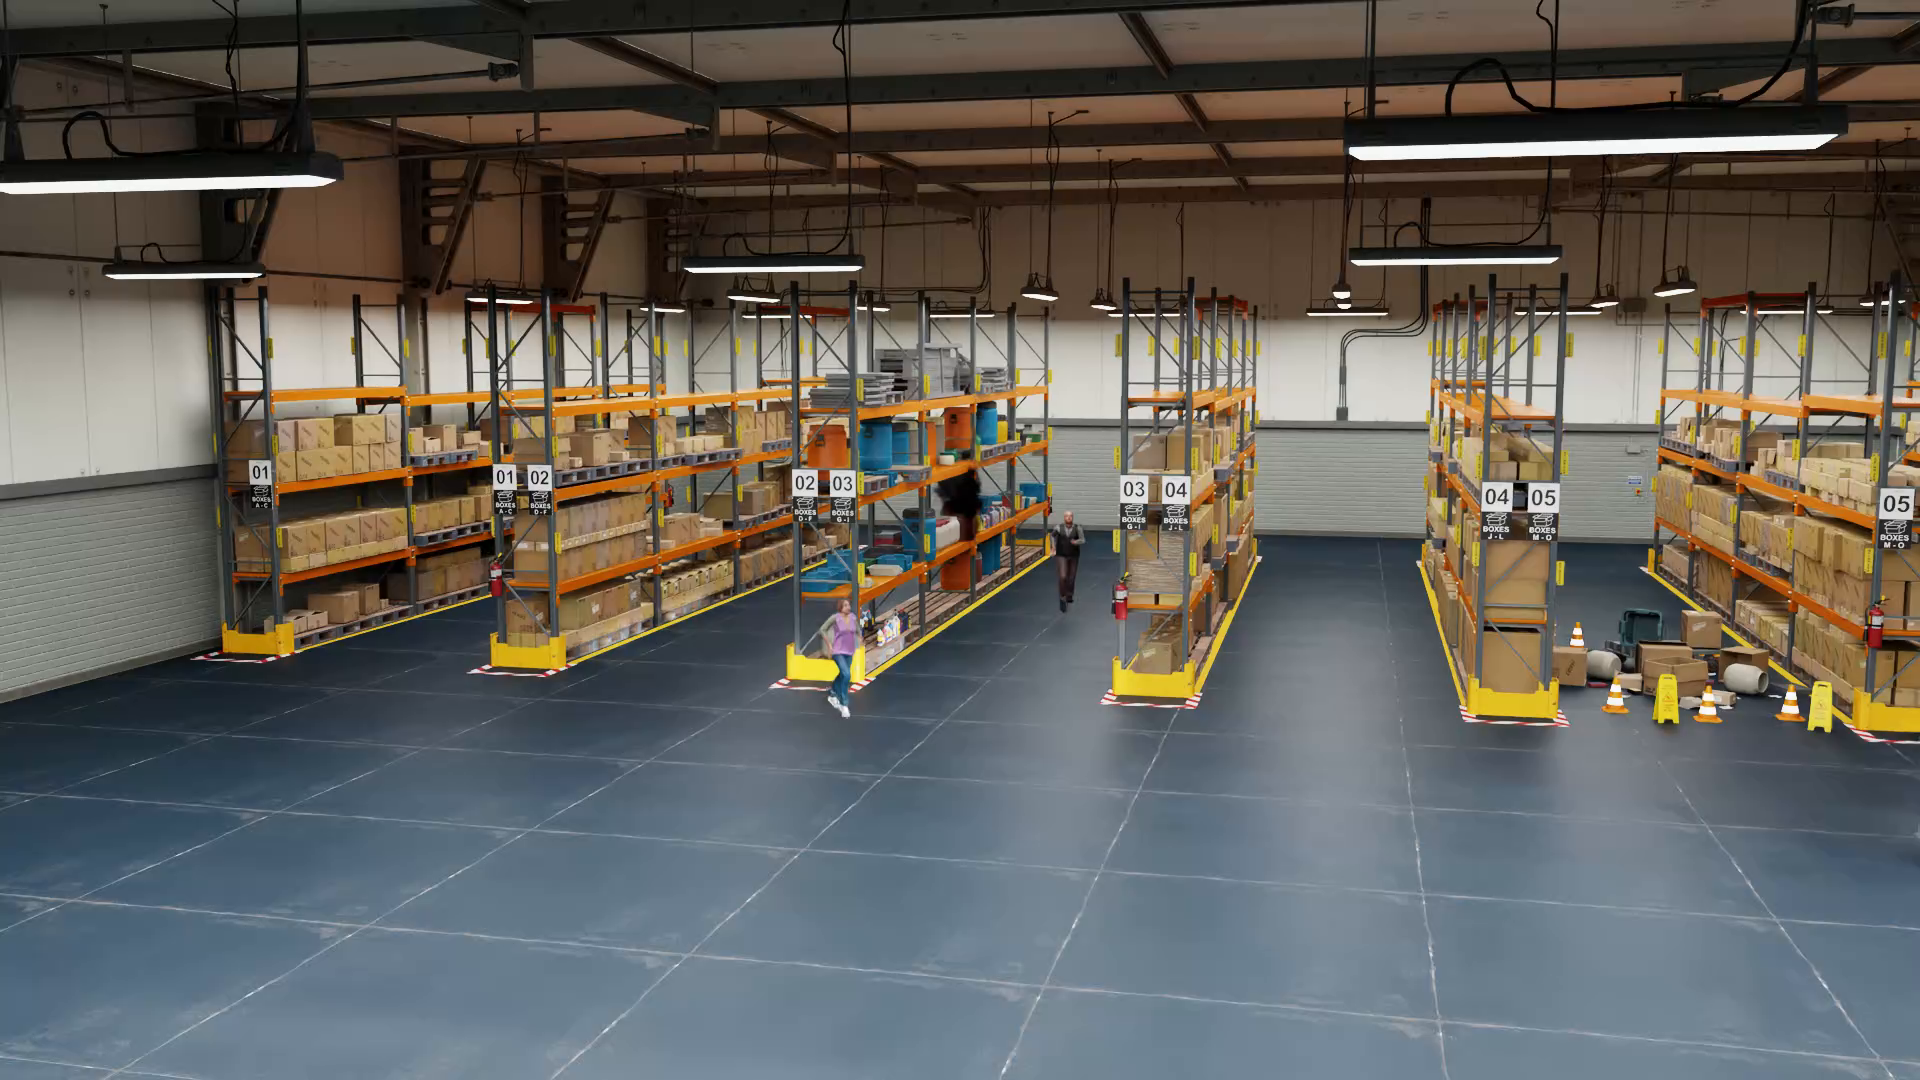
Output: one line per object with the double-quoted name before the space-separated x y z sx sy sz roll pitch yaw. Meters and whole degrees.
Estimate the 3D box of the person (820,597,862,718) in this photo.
"person" -1.609 1.589 22.871 0.530 1.639 0.724 -5 9 -39

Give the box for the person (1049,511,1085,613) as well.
"person" 1.976 0.380 30.456 0.625 1.834 0.736 0 7 -4
